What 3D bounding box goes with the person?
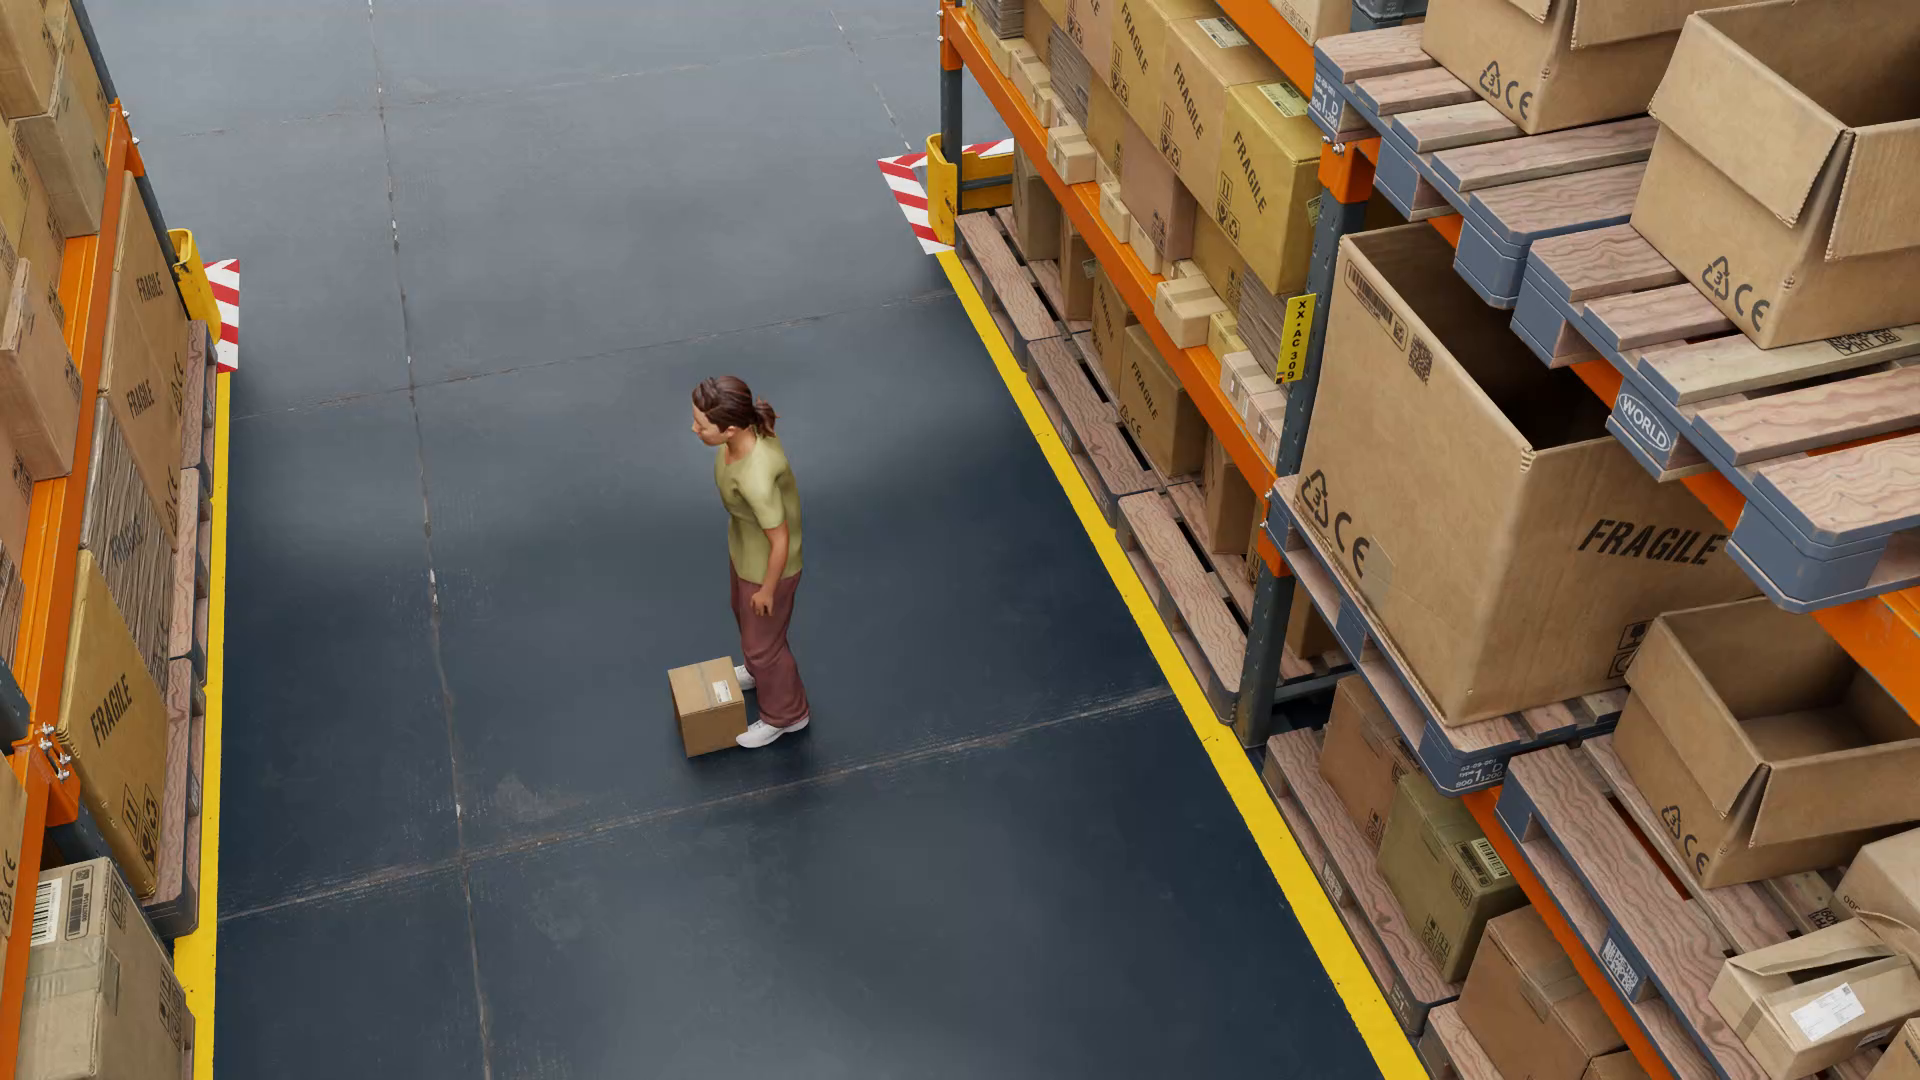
[{"bbox_3d":[-0.751,0.076,6.093,0.358,1.652,0.499,-12,44,-12],"label":"person"}]
